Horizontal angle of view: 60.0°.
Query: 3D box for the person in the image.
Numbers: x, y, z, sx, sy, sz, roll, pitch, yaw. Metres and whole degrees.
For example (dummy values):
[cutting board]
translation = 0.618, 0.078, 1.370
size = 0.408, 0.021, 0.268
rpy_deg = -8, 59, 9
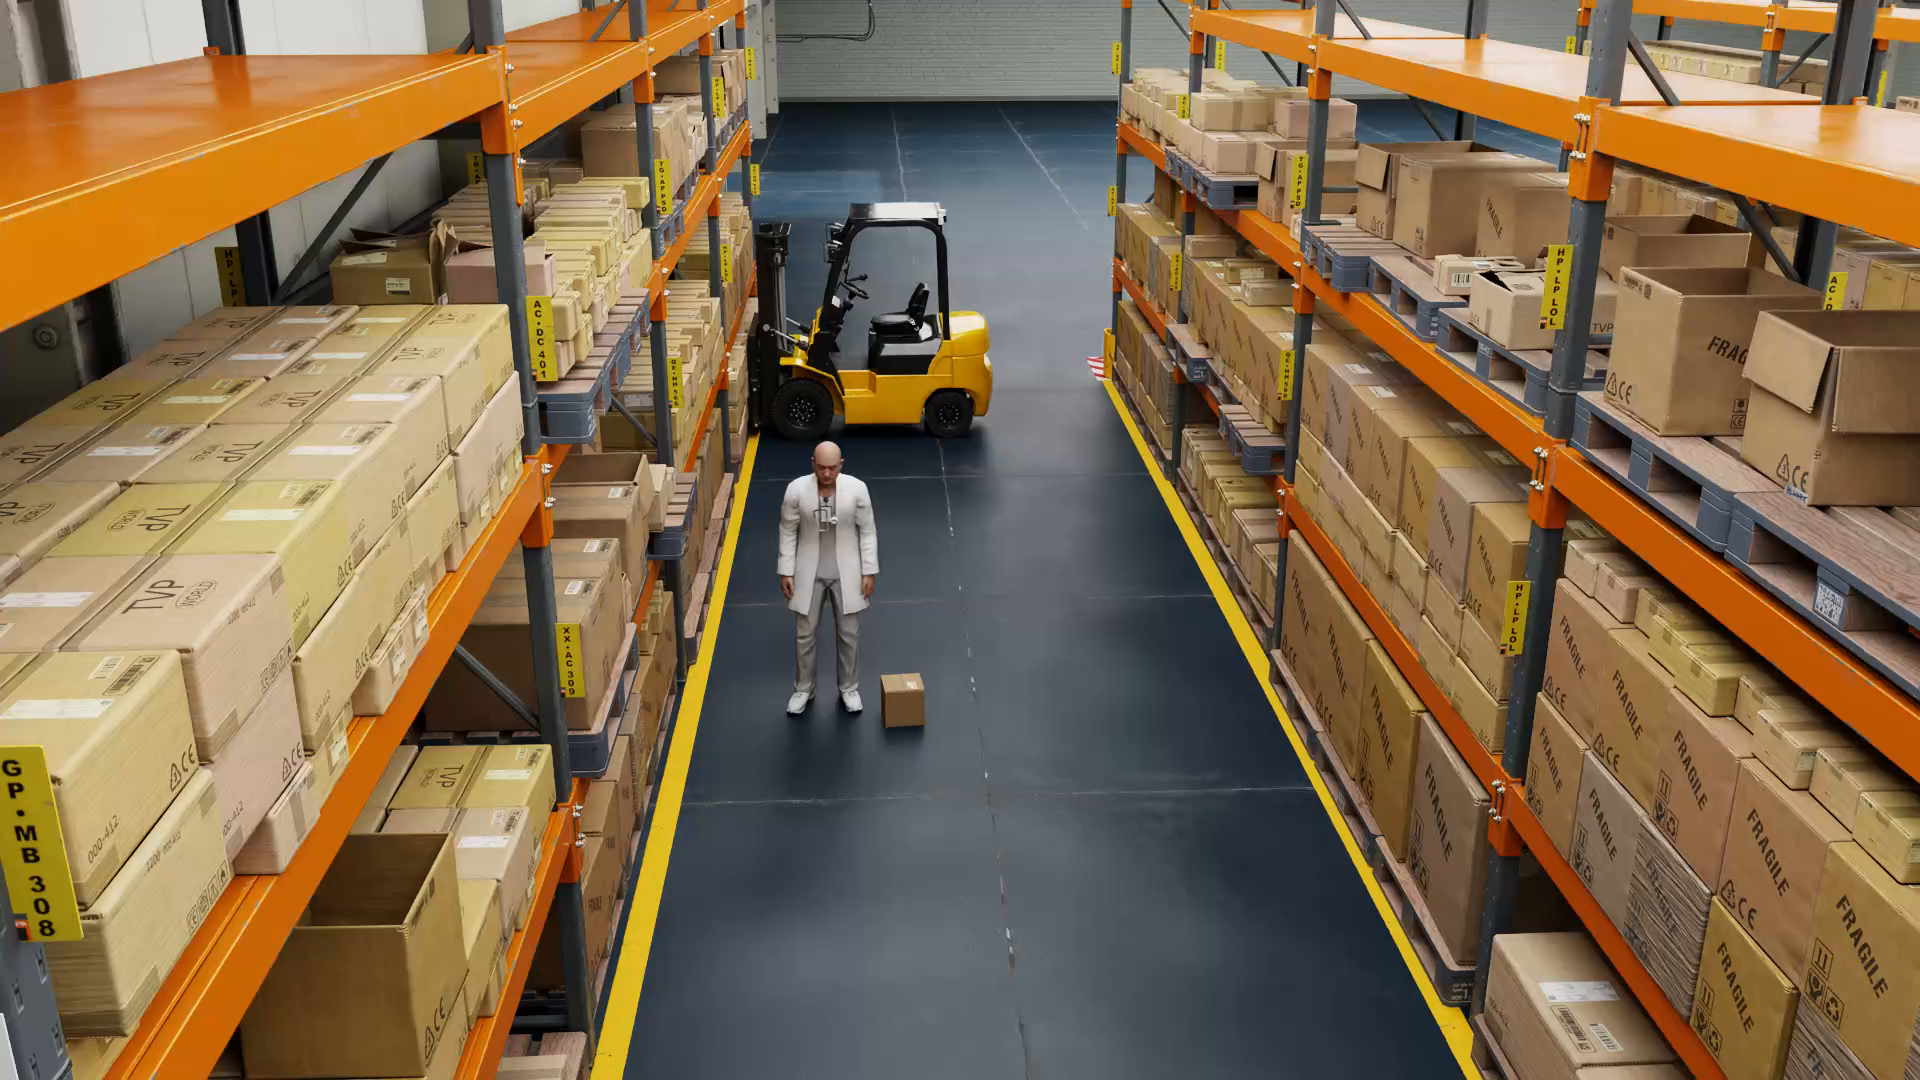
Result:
[person]
translation = -0.837, 0.221, 10.491
size = 0.632, 1.775, 0.422
rpy_deg = -1, 20, -2
